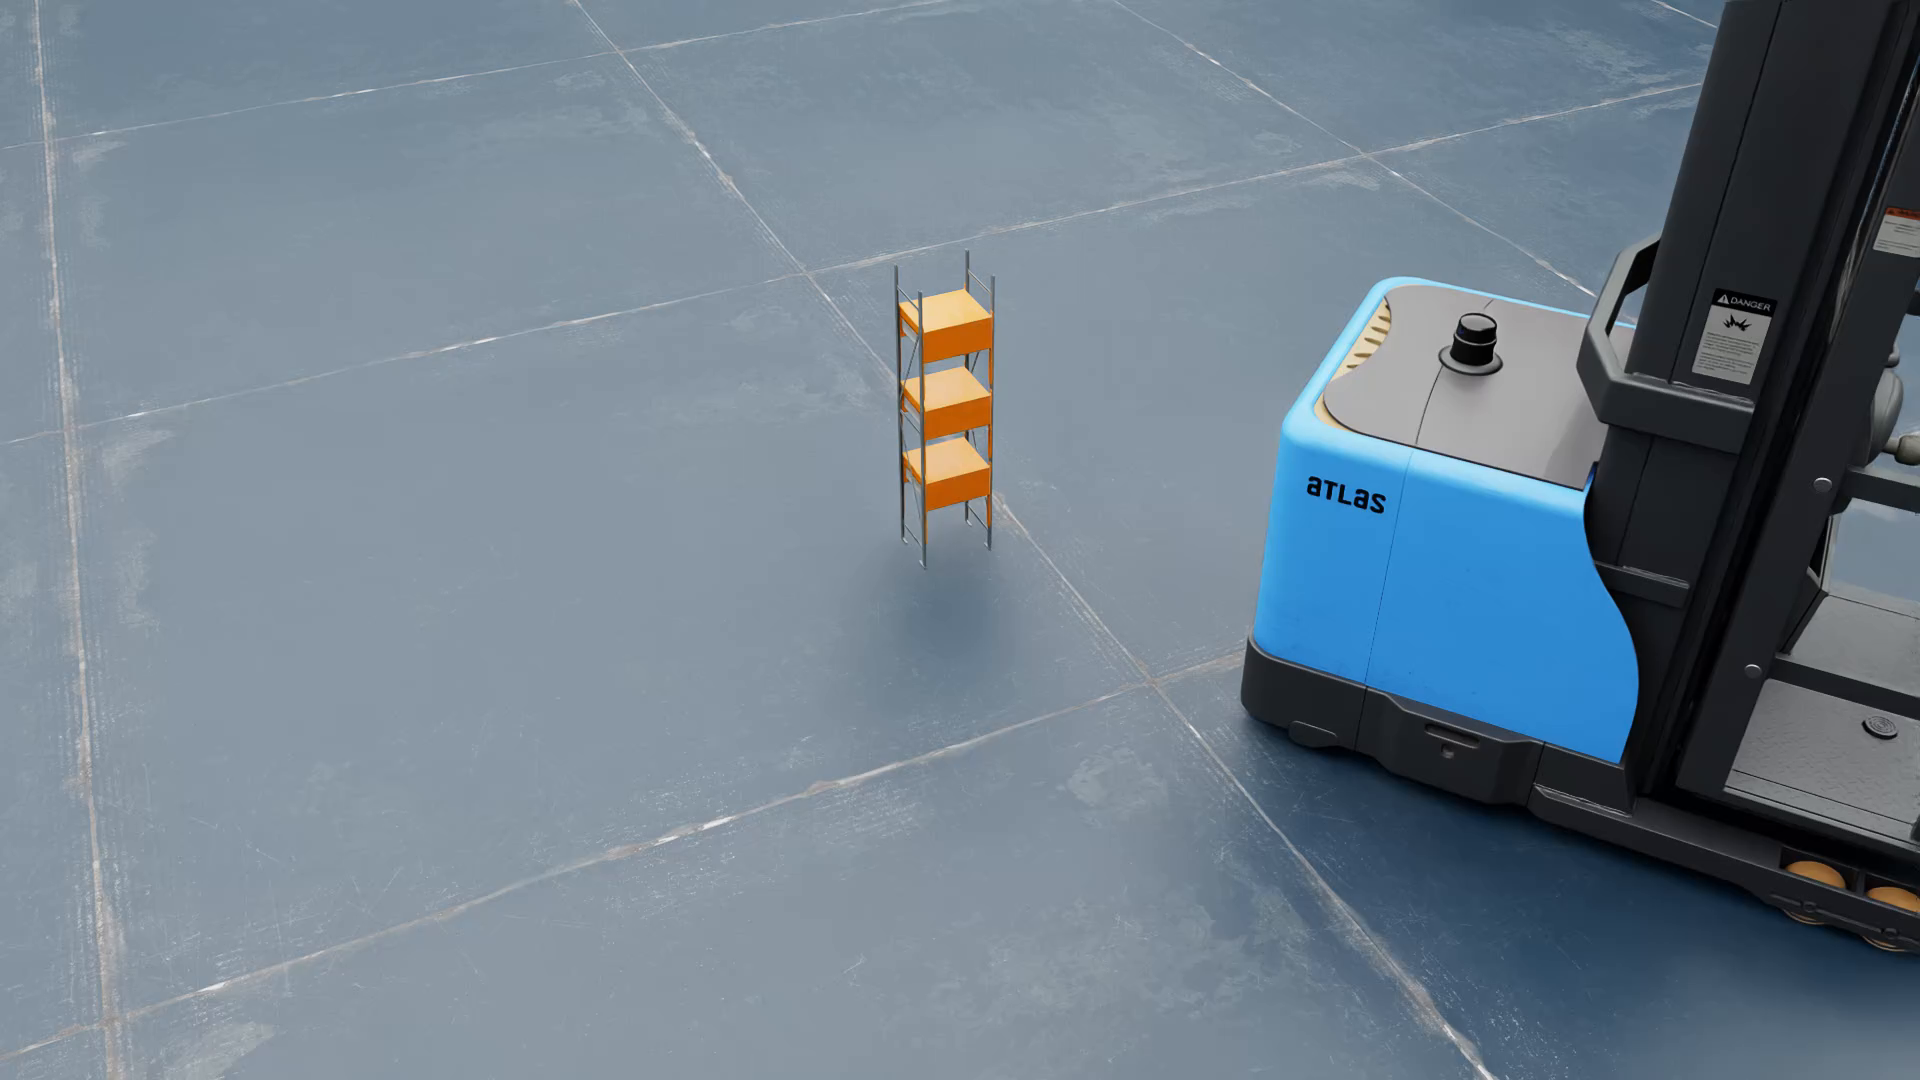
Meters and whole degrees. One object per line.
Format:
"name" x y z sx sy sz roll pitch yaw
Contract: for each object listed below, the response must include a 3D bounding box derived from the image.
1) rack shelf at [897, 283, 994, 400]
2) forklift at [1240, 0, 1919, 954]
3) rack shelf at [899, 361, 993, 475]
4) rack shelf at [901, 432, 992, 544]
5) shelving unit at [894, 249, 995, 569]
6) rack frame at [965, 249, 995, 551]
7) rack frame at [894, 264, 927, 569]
"rack shelf" -0.048 -0.628 5.256 0.240 0.259 0.215 -16 39 -20
"forklift" 2.390 -0.476 3.932 3.031 2.935 1.130 17 40 22
"rack shelf" -0.048 -0.400 5.425 0.240 0.259 0.215 -16 39 -20
"rack shelf" -0.048 -0.176 5.591 0.240 0.259 0.215 -16 39 -20
"shelving unit" -0.048 -0.408 5.419 0.252 1.050 0.215 -16 39 -20
"rack frame" 0.062 -0.439 5.461 0.008 1.050 0.200 -16 39 -20
"rack frame" -0.159 -0.377 5.377 0.008 1.050 0.200 -16 39 -20
